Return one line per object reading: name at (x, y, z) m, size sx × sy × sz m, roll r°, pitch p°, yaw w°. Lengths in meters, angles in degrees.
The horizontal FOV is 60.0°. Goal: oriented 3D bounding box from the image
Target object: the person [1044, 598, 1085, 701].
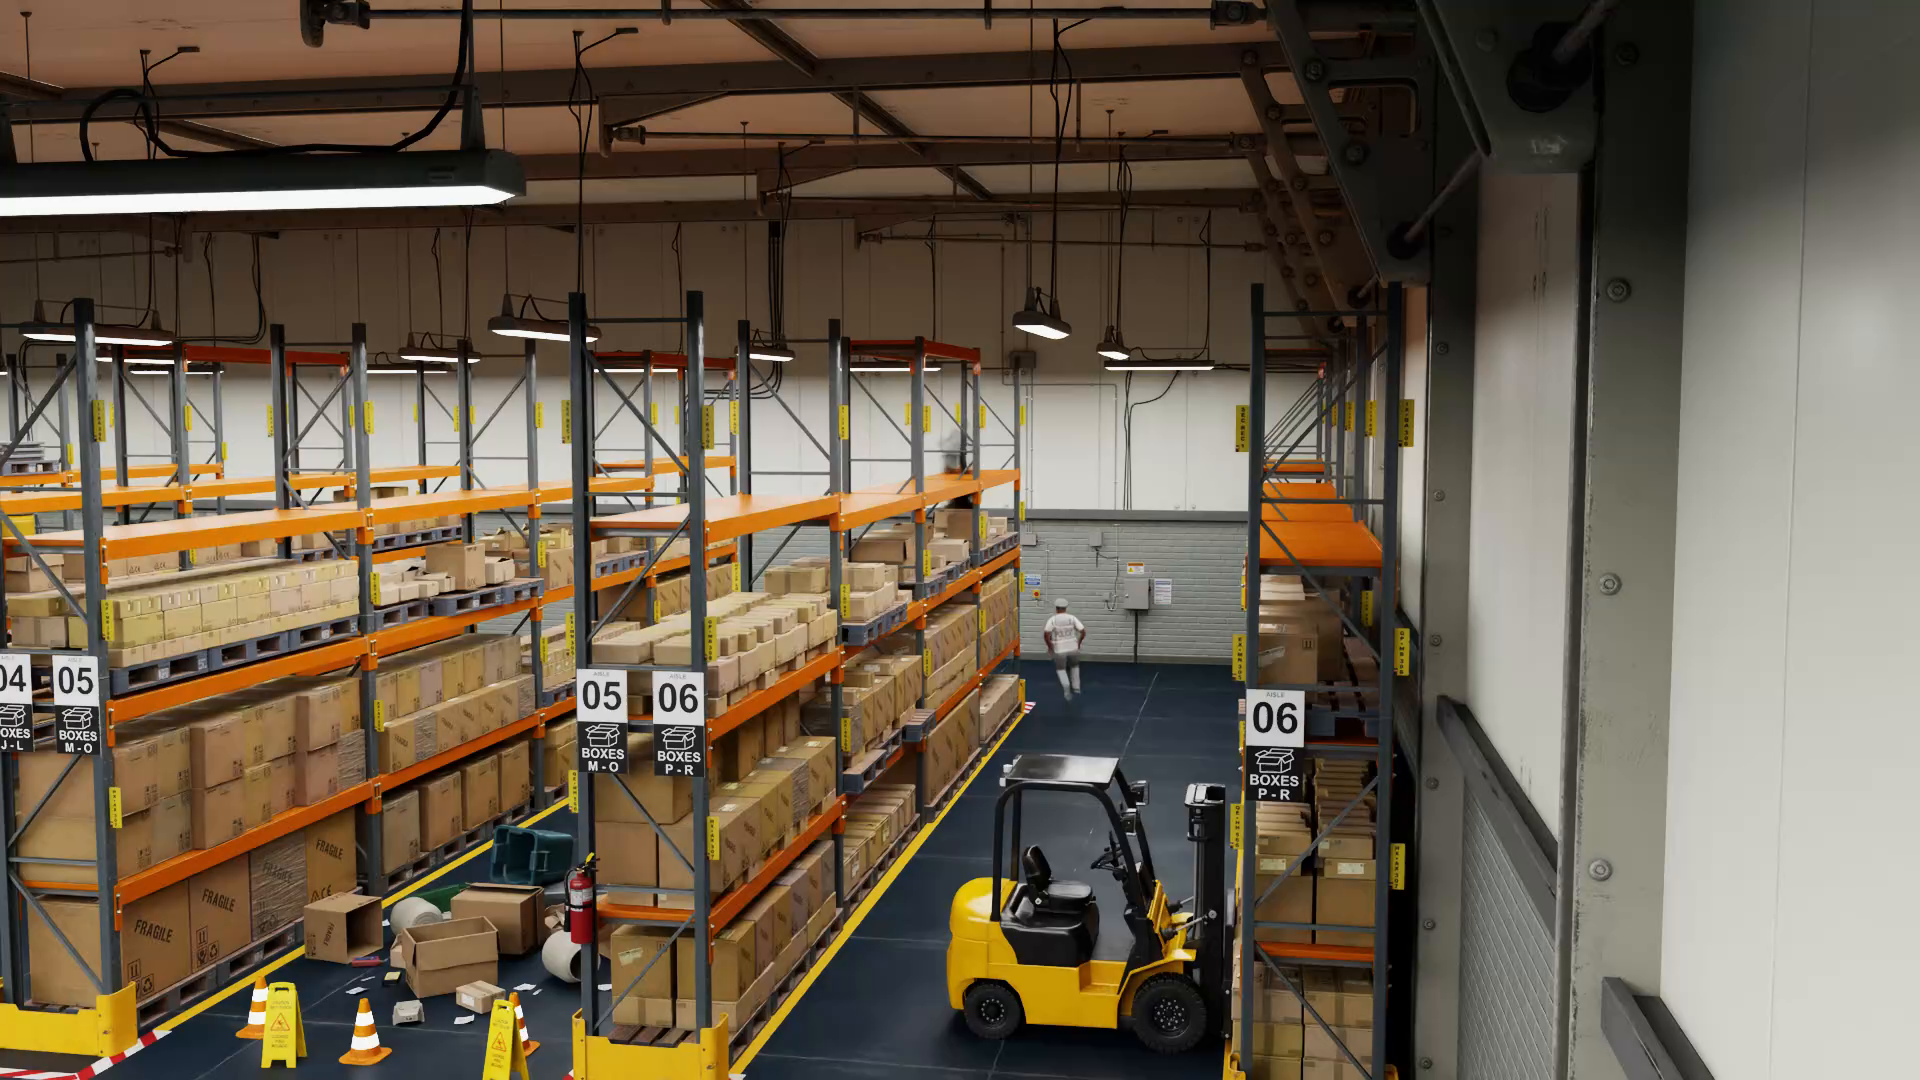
person at (1.767, 1.857, 28.316) m, size 0.716 × 1.735 × 0.468 m, roll 0°, pitch 5°, yaw -2°
